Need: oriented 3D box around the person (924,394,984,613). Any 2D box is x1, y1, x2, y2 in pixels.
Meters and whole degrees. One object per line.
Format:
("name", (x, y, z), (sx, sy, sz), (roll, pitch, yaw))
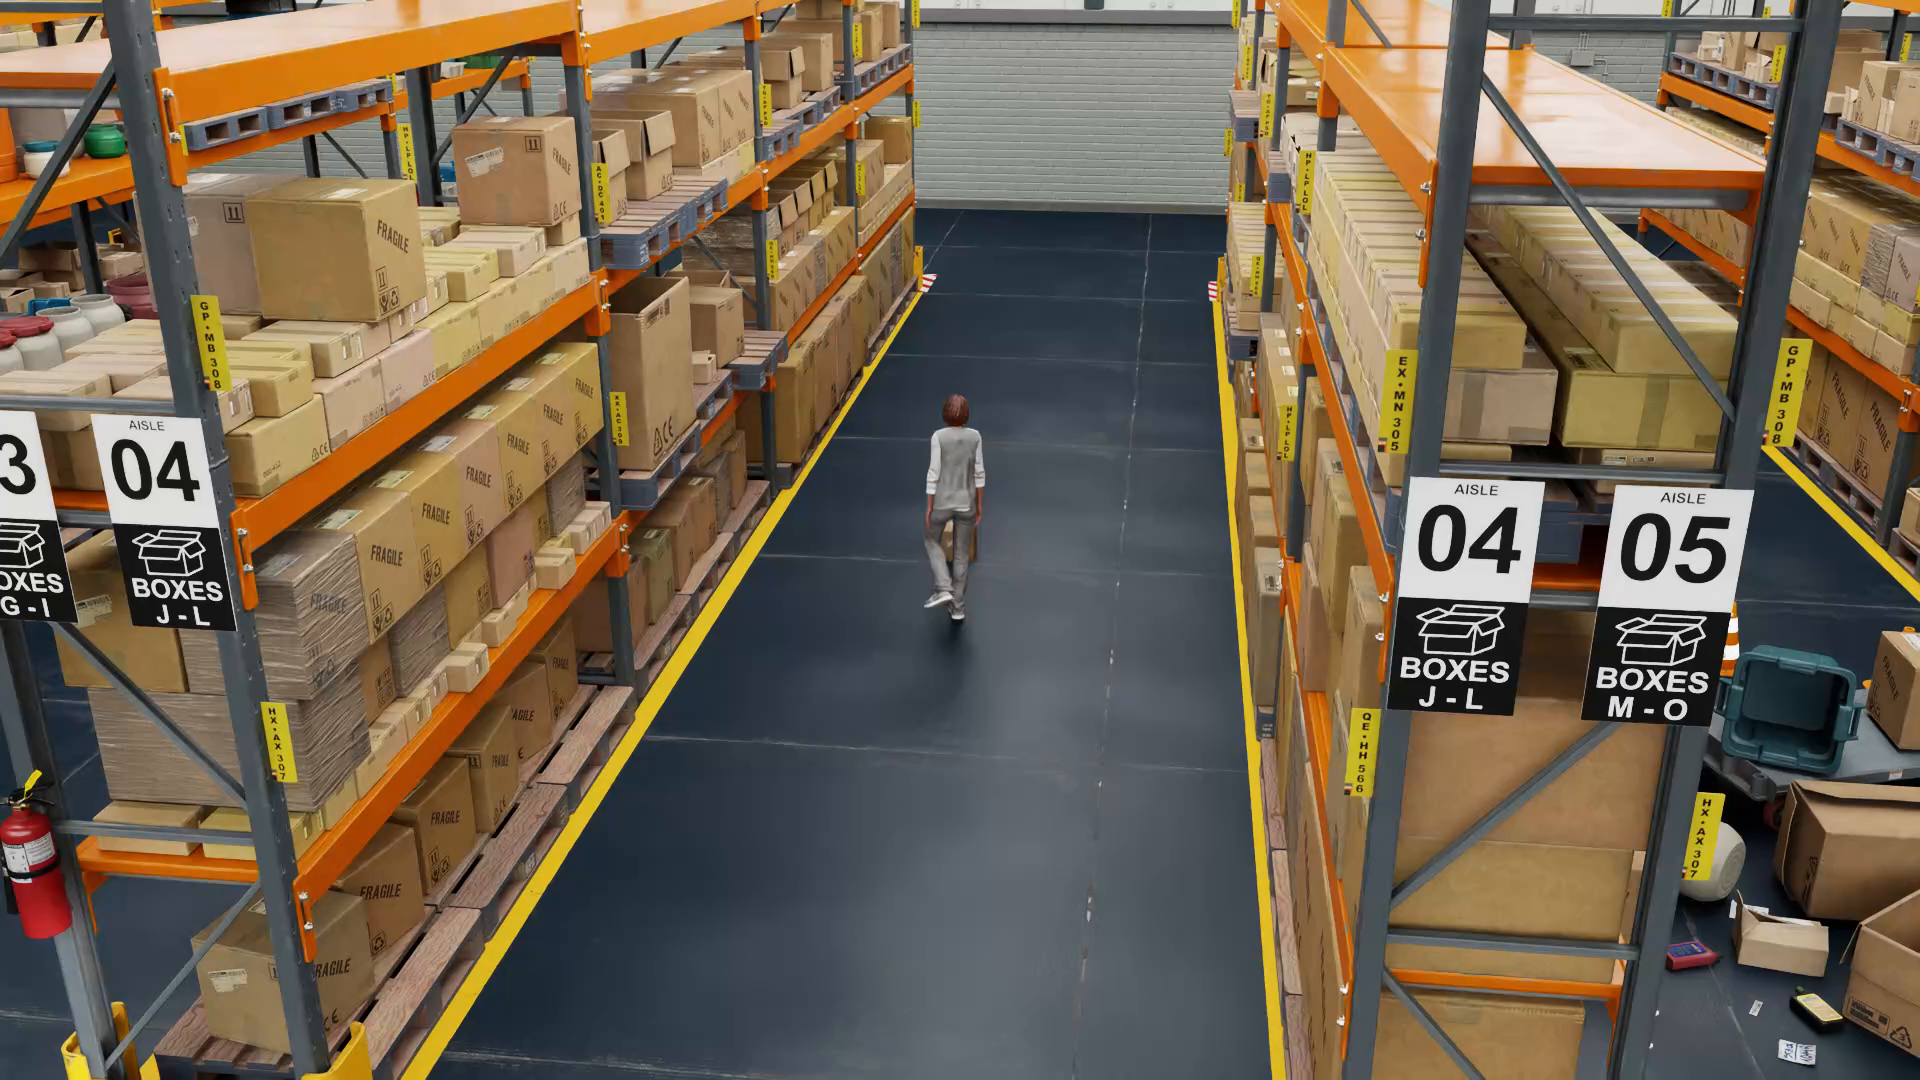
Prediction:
("person", (-0.039, -0.241, 11.629), (0.437, 1.478, 0.427), (-4, 22, -11))
